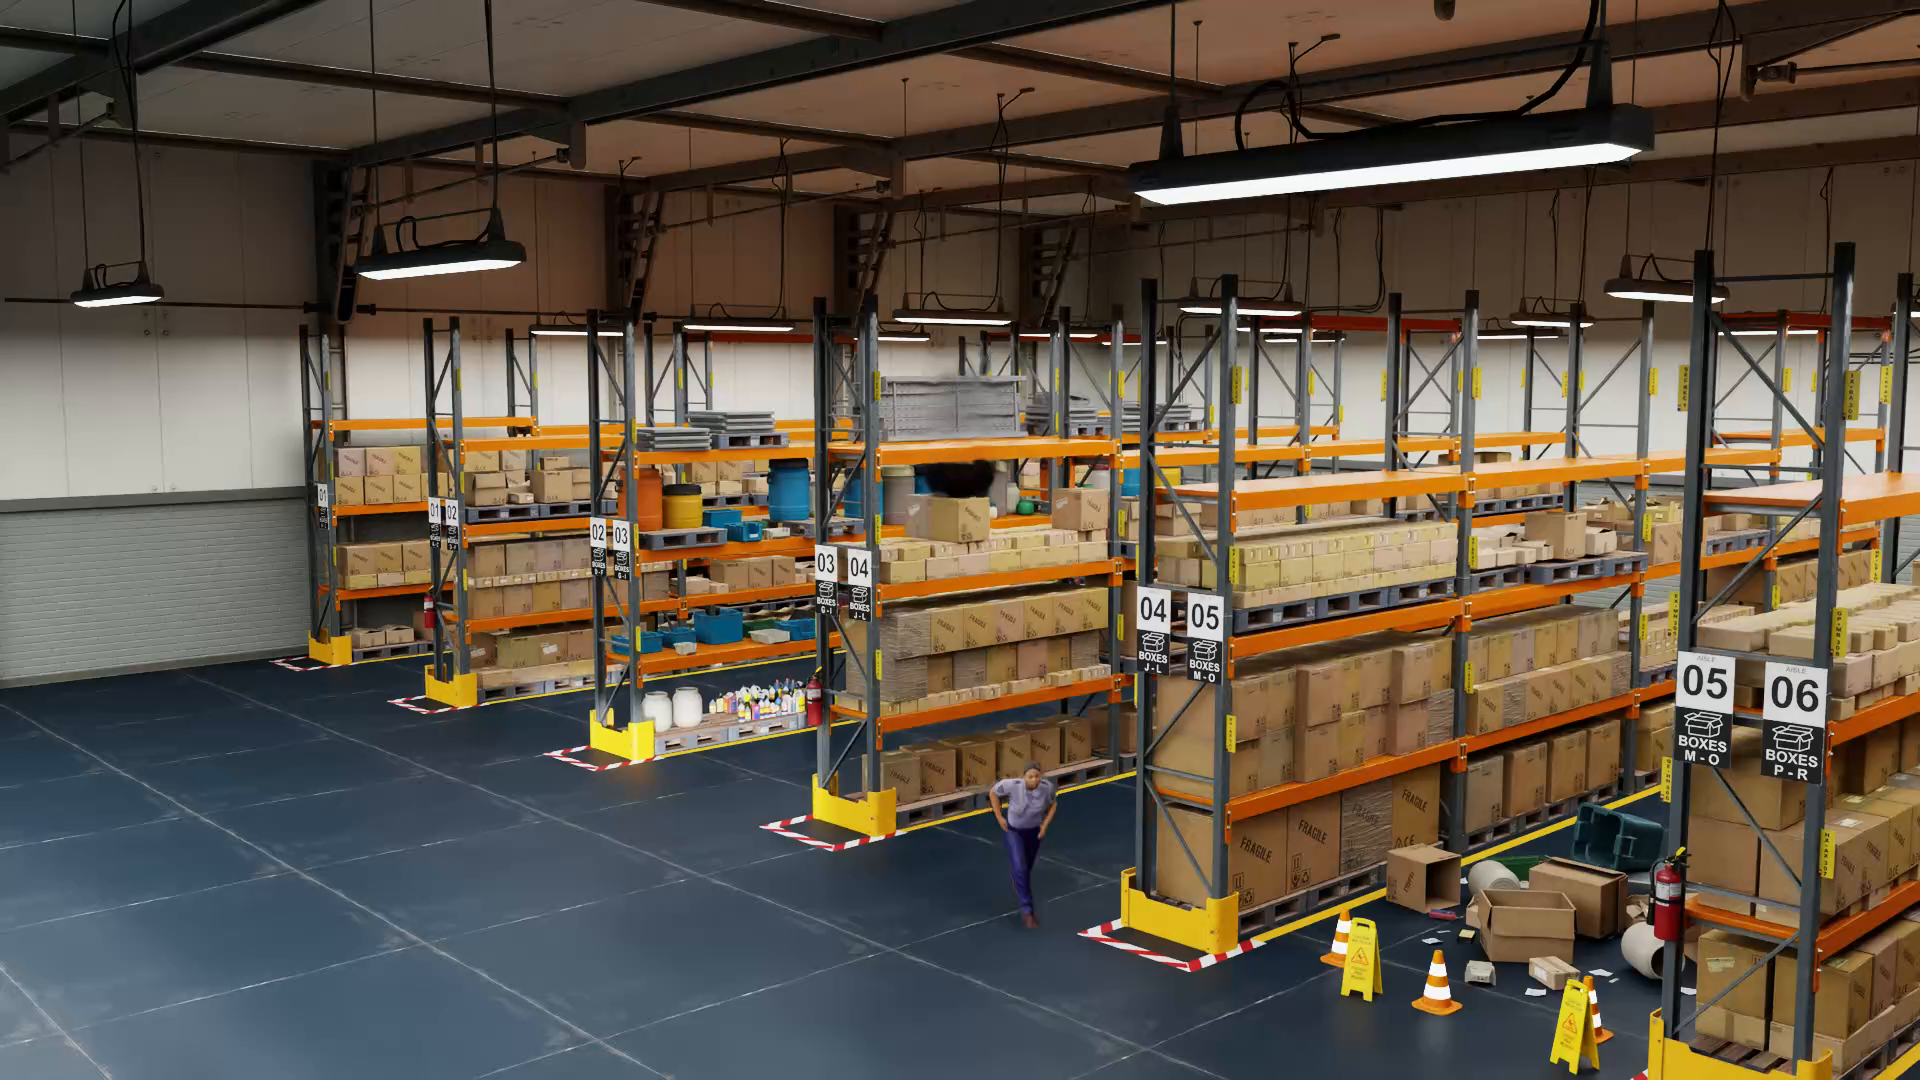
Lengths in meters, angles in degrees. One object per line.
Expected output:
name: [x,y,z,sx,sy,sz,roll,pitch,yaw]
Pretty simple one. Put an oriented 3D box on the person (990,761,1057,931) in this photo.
person: [0.583,2.817,15.825,0.641,1.612,0.976,-1,6,-9]
